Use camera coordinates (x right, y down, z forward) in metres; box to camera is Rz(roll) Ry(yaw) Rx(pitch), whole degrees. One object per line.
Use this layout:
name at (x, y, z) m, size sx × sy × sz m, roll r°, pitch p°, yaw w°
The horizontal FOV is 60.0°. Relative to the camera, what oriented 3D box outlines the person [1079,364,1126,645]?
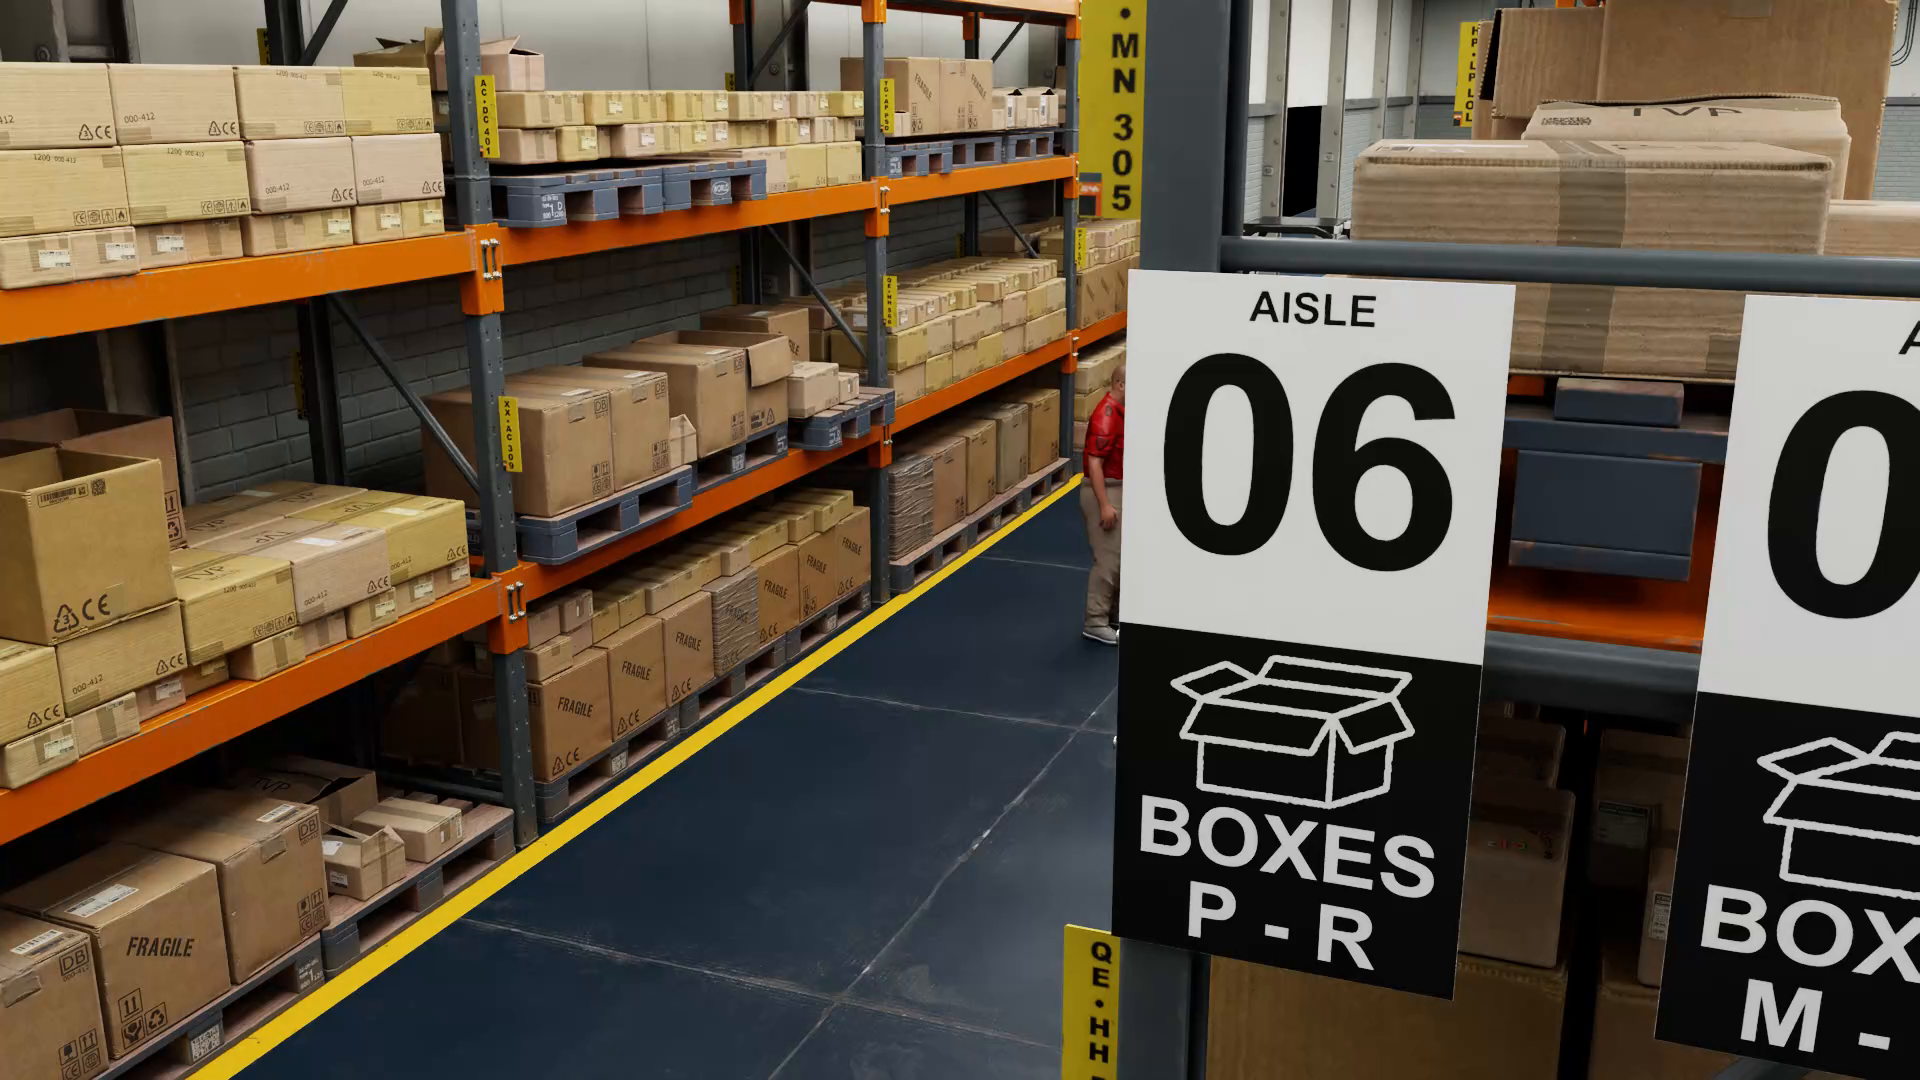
person at (0.967, -0.249, 10.458) m, size 0.393 × 1.727 × 0.587 m, roll 6°, pitch 16°, yaw 21°
